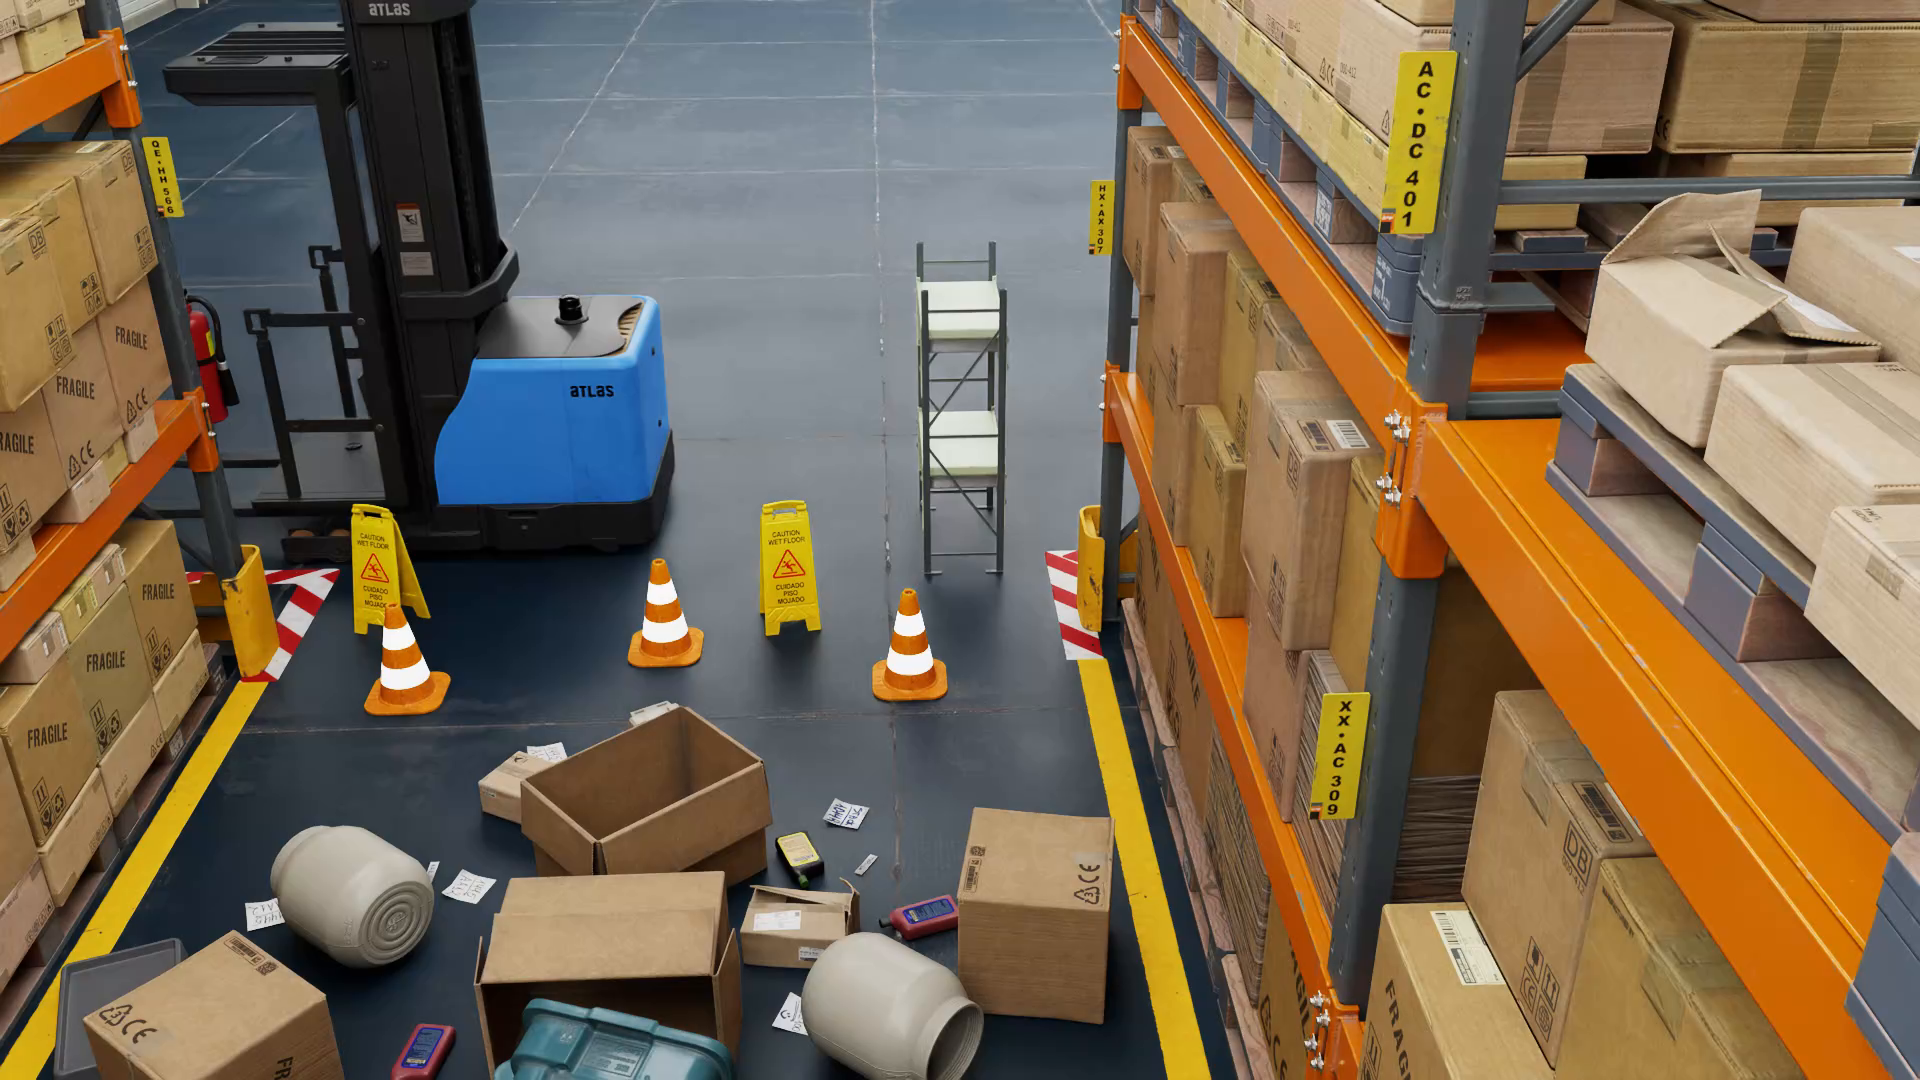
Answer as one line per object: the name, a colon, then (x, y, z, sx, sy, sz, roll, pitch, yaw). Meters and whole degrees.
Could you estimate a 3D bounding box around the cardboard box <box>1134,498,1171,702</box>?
cardboard box: (1.264, 0.094, 7.170, 0.875, 0.875, 0.875, -1, 28, -2)

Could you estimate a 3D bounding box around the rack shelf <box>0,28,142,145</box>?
rack shelf: (-3.671, -0.895, 4.756, 1.077, 0.370, 4.000, -1, 28, -3)

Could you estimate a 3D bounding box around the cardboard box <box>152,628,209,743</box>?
cardboard box: (-3.463, 0.603, 6.869, 0.500, 0.250, 0.500, -2, 28, -3)

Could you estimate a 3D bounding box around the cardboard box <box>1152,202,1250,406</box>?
cardboard box: (1.158, -0.833, 5.774, 0.875, 0.550, 0.550, -1, 28, -3)

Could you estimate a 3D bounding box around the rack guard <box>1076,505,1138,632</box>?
rack guard: (1.161, 0.124, 7.972, 1.175, 0.500, 0.348, -1, 28, -3)

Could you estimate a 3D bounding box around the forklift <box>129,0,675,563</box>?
forklift: (-3.107, -1.431, 8.324, 3.031, 2.935, 1.130, -1, 28, -2)

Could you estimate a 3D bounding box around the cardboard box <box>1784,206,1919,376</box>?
cardboard box: (1.568, -0.298, 2.434, 0.500, 0.250, 0.500, -1, 28, -2)

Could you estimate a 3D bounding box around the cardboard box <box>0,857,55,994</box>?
cardboard box: (-3.397, 1.303, 5.528, 0.500, 0.250, 0.500, -2, 28, -3)

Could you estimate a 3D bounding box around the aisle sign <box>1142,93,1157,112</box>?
aisle sign: (0.859, -2.152, 6.821, 0.394, 0.787, 0.004, -1, 28, -3)

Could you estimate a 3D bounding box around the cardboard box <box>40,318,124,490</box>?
cardboard box: (-3.450, -0.508, 6.051, 0.500, 0.500, 0.500, -1, 28, -3)

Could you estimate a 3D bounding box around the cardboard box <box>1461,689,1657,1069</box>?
cardboard box: (1.403, 0.615, 3.138, 0.700, 0.500, 0.500, -2, 28, -4)

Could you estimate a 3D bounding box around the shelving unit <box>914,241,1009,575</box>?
shelving unit: (0.000, -0.668, 8.409, 0.431, 1.500, 0.755, -1, 28, -3)

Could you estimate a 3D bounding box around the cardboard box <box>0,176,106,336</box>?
cardboard box: (-3.512, -0.962, 5.841, 0.700, 0.500, 0.500, -1, 28, -2)

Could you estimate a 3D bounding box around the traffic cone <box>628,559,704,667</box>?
traffic cone: (-1.374, 0.301, 7.673, 0.336, 0.463, 0.334, -1, 28, -3)

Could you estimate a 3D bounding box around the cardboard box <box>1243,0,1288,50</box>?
cardboard box: (1.039, -1.438, 4.298, 0.500, 0.250, 0.500, -2, 28, -3)

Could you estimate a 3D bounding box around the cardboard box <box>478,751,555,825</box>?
cardboard box: (-1.690, 1.013, 6.647, 0.380, 0.149, 0.250, 13, 30, 24)

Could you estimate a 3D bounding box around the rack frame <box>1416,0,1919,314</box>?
rack frame: (1.371, -1.786, 2.444, 1.000, 3.000, 0.127, -1, 28, -3)

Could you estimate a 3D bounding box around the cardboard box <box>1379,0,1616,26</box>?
cardboard box: (1.034, -1.090, 3.200, 0.380, 0.149, 0.250, -2, 28, -3)

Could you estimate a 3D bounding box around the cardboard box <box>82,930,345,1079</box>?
cardboard box: (-2.264, 1.619, 5.102, 0.500, 0.500, 0.500, 19, 33, 32)

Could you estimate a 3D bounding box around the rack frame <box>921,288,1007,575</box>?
rack frame: (0.019, -0.499, 8.085, 0.400, 1.500, 0.023, -1, 28, -3)

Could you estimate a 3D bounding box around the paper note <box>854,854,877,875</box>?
paper note: (-0.359, 1.241, 6.359, 0.032, 0.001, 0.123, 13, 30, 24)

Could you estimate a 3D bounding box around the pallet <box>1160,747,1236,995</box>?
pallet: (1.343, 1.192, 6.236, 1.003, 0.211, 1.213, -1, 28, -3)

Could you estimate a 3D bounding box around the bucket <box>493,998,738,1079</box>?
bucket: (-0.938, 1.644, 4.251, 0.726, 0.611, 0.620, 8, 39, 15)

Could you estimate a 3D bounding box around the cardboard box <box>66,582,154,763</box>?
cardboard box: (-3.443, 0.498, 6.261, 0.500, 0.500, 0.500, 0, 28, -1)

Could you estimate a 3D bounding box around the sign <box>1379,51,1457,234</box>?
sign: (0.817, -0.707, 2.973, 0.100, 0.325, 0.005, -1, 28, -3)

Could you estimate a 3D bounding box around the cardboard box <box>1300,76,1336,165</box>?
cardboard box: (1.005, -0.972, 3.835, 0.380, 0.149, 0.250, -1, 28, -2)

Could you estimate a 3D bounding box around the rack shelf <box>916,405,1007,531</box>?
rack shelf: (0.000, -0.379, 8.560, 0.431, 0.370, 0.720, -1, 28, -3)

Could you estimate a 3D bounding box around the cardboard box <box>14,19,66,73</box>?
cardboard box: (-3.432, -1.754, 5.897, 0.380, 0.149, 0.250, -1, 28, -2)

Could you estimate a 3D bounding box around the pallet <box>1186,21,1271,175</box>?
pallet: (1.278, -1.357, 4.961, 1.003, 0.211, 1.213, -1, 28, -3)

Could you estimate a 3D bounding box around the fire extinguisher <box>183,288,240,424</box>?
fire extinguisher: (-3.321, -0.837, 7.195, 0.296, 0.674, 0.183, -1, 28, -3)

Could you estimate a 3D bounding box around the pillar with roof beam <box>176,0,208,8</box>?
pillar with roof beam: (-6.237, -11.419, 20.913, 9.100, 9.000, 0.400, -1, 28, -3)

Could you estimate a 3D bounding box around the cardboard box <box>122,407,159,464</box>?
cardboard box: (-3.418, -0.414, 6.572, 0.380, 0.149, 0.250, -2, 28, -3)

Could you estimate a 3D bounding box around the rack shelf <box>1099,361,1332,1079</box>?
rack shelf: (1.267, 0.269, 5.769, 1.077, 0.370, 4.000, -1, 28, -3)

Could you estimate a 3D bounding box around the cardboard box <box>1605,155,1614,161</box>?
cardboard box: (1.665, -0.987, 3.864, 0.380, 0.149, 0.250, -1, 28, -3)

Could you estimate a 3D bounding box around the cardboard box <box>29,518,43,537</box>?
cardboard box: (-3.510, -0.055, 5.884, 0.380, 0.149, 0.250, -1, 28, -2)

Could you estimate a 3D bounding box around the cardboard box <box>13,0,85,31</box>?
cardboard box: (-3.480, -1.973, 5.886, 0.500, 0.250, 0.500, -2, 28, -3)

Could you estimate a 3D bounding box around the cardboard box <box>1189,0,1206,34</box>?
cardboard box: (0.926, -1.674, 5.182, 0.380, 0.149, 0.250, -2, 28, -3)

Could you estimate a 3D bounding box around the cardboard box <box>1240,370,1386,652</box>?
cardboard box: (1.242, -0.094, 4.357, 0.875, 0.550, 0.550, -1, 28, -3)

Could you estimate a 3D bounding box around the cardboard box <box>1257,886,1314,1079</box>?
cardboard box: (1.408, 1.337, 4.786, 0.875, 0.875, 0.875, -1, 28, -2)

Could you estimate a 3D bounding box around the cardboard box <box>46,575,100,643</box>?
cardboard box: (-3.377, 0.253, 6.028, 0.380, 0.149, 0.250, -1, 28, -2)

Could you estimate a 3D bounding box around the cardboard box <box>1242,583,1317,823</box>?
cardboard box: (1.289, 0.384, 4.609, 0.875, 0.550, 0.550, -1, 28, -3)

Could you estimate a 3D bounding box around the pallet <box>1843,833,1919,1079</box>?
pallet: (1.432, 0.662, 1.197, 1.003, 0.211, 1.213, 0, 28, 0)

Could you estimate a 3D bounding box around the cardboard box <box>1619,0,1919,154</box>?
cardboard box: (1.625, -0.985, 3.429, 0.500, 0.250, 0.500, -1, 28, -2)

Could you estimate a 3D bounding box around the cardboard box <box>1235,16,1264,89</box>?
cardboard box: (0.965, -1.324, 4.511, 0.380, 0.149, 0.250, -2, 28, -3)

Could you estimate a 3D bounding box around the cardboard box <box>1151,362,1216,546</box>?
cardboard box: (1.181, -0.355, 6.024, 0.875, 0.550, 0.550, -1, 28, -3)

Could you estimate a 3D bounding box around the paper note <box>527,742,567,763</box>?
paper note: (-1.738, 0.897, 6.996, 0.148, 0.019, 0.142, -11, 30, -20)

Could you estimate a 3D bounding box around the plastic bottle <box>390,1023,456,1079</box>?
plastic bottle: (-1.761, 1.701, 5.422, 0.133, 0.061, 0.283, 3, 28, 6)
